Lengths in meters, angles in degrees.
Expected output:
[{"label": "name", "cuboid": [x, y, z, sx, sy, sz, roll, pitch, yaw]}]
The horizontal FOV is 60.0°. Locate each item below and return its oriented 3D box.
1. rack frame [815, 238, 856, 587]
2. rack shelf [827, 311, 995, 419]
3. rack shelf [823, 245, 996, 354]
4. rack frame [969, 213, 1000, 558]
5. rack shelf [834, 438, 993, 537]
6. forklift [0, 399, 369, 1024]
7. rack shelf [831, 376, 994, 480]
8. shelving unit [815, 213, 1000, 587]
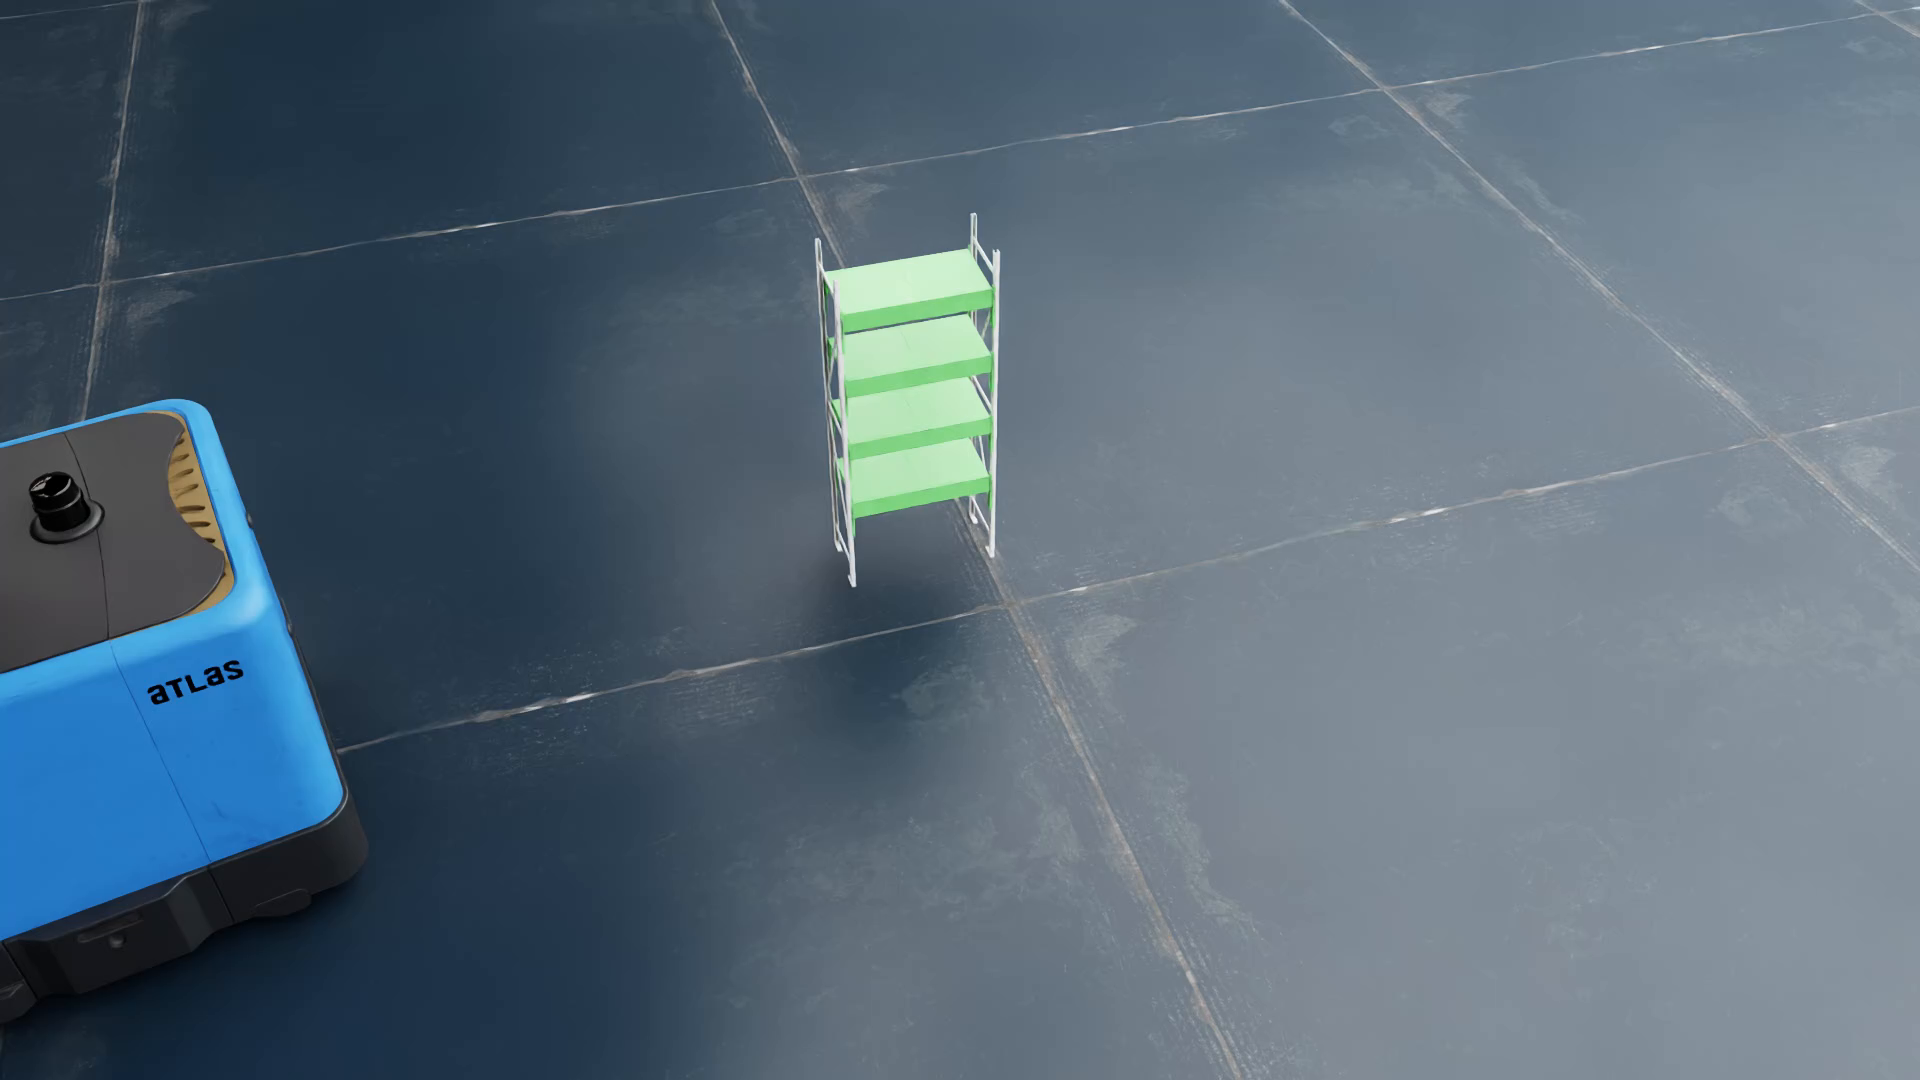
[{"label": "rack frame", "cuboid": [-0.391, -0.371, 5.263, 0.015, 1.200, 0.240, -12, 42, -13]}, {"label": "rack shelf", "cuboid": [-0.158, -0.552, 5.202, 0.480, 0.148, 0.258, -12, 42, -13]}, {"label": "rack shelf", "cuboid": [-0.158, -0.733, 5.044, 0.480, 0.148, 0.258, -12, 42, -13]}, {"label": "rack frame", "cuboid": [0.075, -0.467, 5.373, 0.015, 1.200, 0.240, -12, 42, -13]}, {"label": "rack shelf", "cuboid": [-0.158, -0.190, 5.518, 0.480, 0.148, 0.258, -12, 42, -13]}, {"label": "forklift", "cuboid": [-3.193, 0.033, 3.485, 3.031, 2.935, 1.130, -20, 45, -21]}, {"label": "rack shelf", "cuboid": [-0.158, -0.371, 5.360, 0.480, 0.148, 0.258, -12, 42, -13]}, {"label": "shelving unit", "cuboid": [-0.158, -0.419, 5.318, 0.503, 1.200, 0.258, -12, 42, -13]}]
